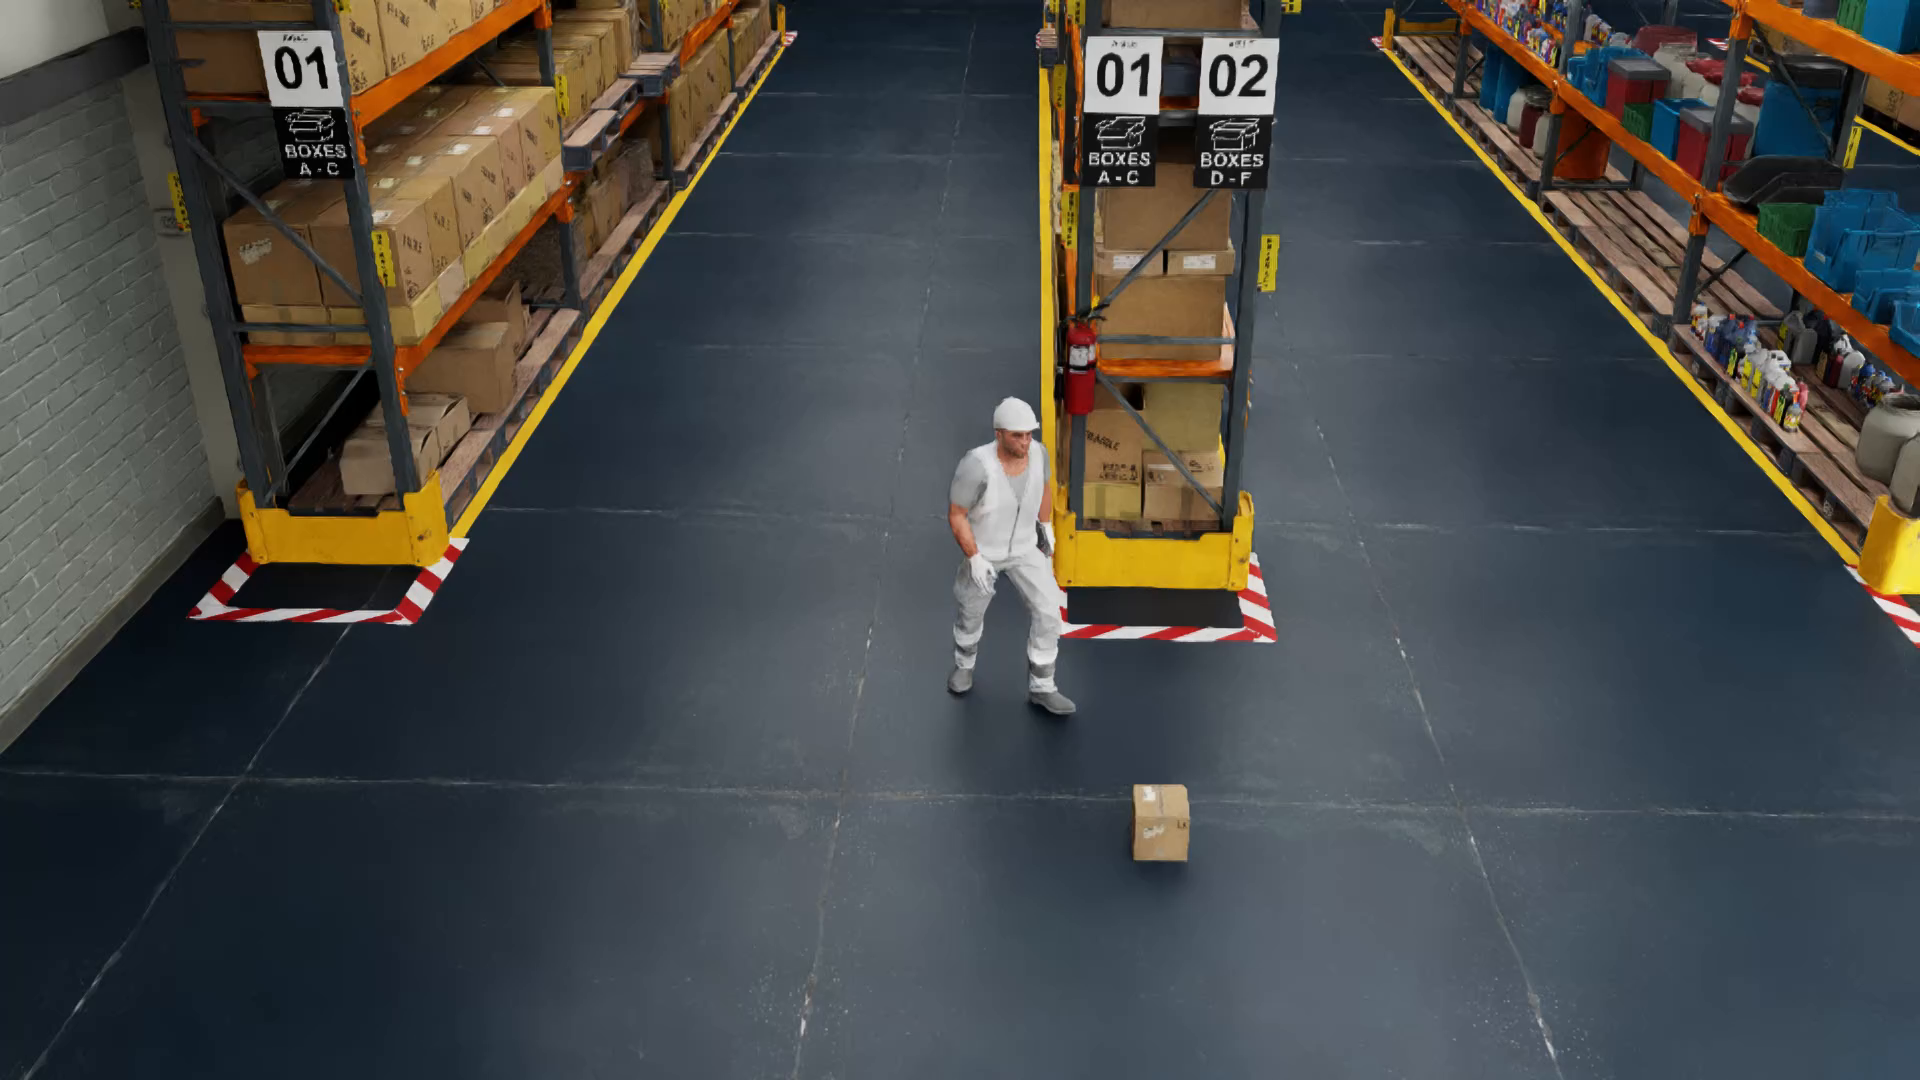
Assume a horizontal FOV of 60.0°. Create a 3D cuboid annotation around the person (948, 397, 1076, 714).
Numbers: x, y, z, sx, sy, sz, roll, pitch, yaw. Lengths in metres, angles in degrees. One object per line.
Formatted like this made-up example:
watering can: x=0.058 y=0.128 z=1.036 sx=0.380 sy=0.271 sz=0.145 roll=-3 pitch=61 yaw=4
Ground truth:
person: x=0.238 y=0.060 z=8.496 sx=0.660 sy=1.745 sz=0.719 roll=-11 pitch=30 yaw=-20
